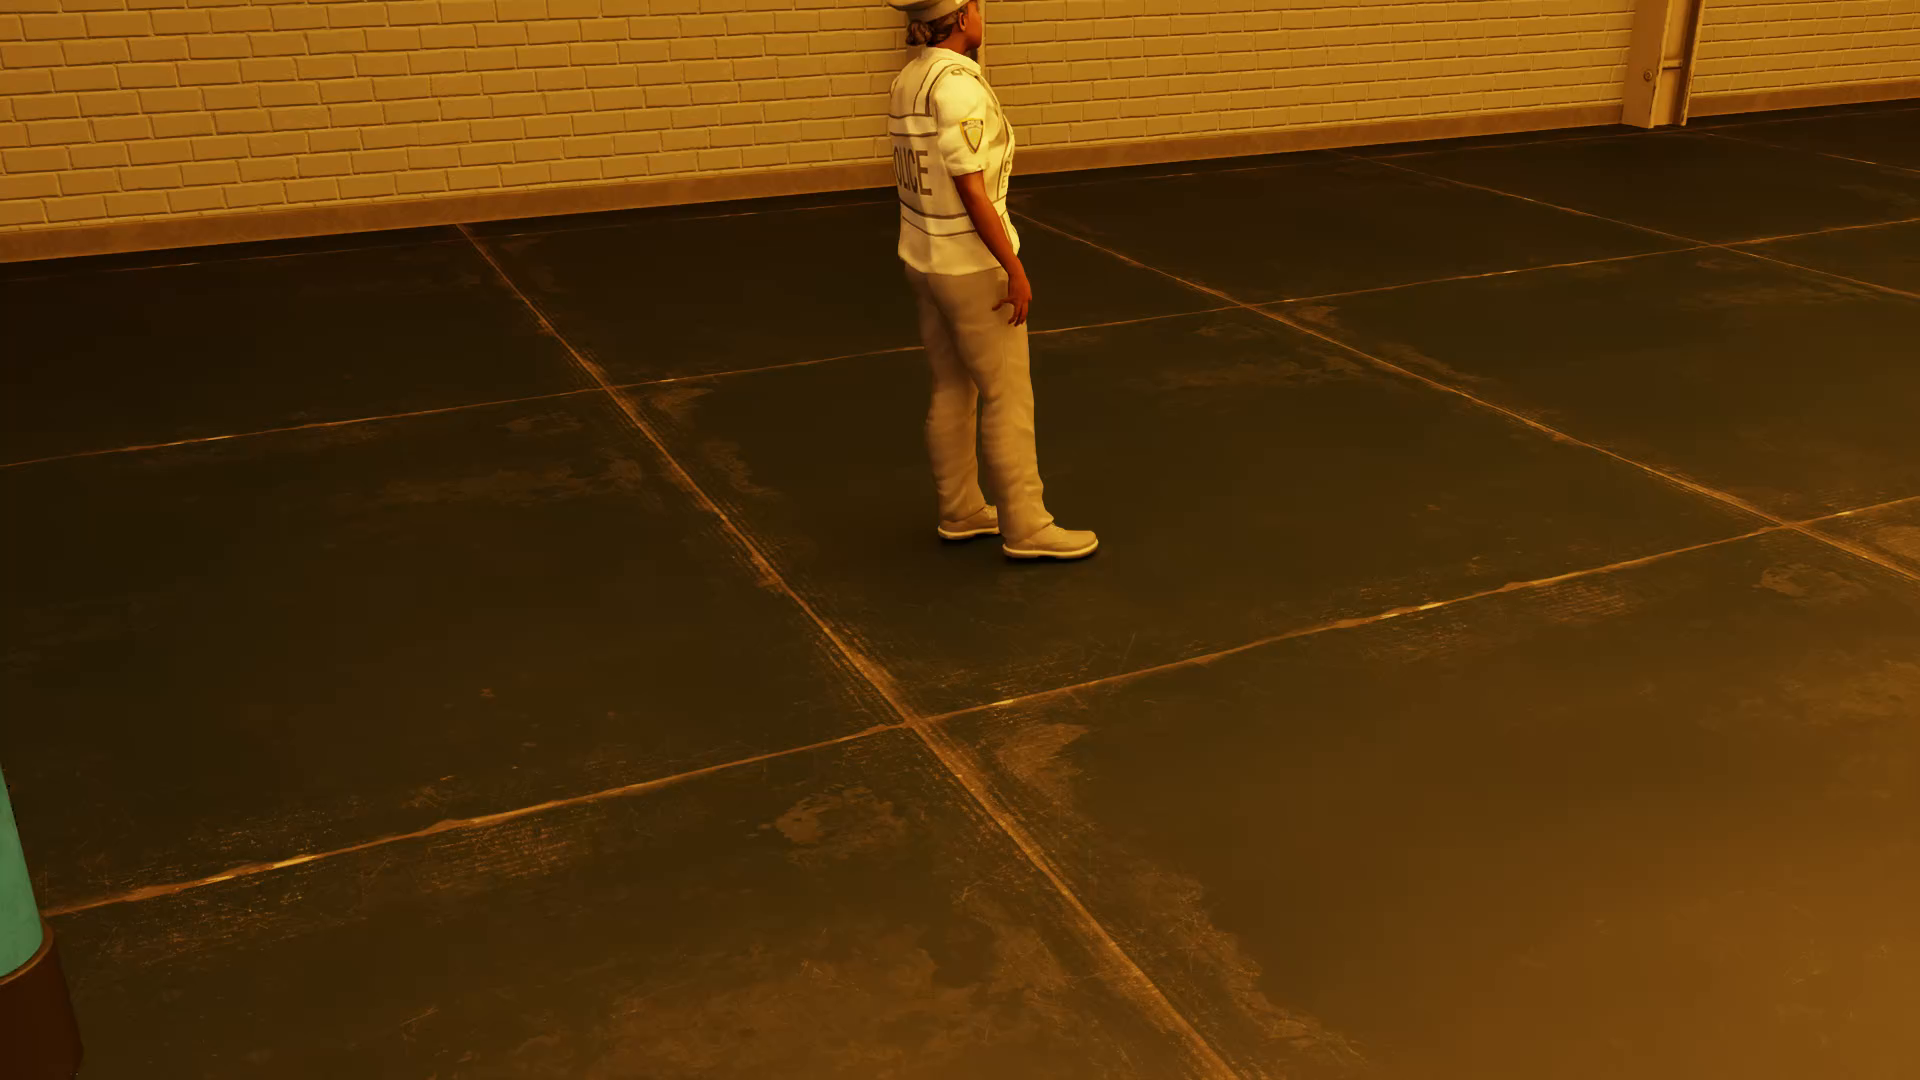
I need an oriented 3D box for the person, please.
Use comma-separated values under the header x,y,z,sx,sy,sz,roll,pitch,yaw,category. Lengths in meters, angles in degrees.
x,y,z,sx,sy,sz,roll,pitch,yaw,category
0.077,-0.795,4.791,0.528,1.695,0.569,-10,25,-23,person
